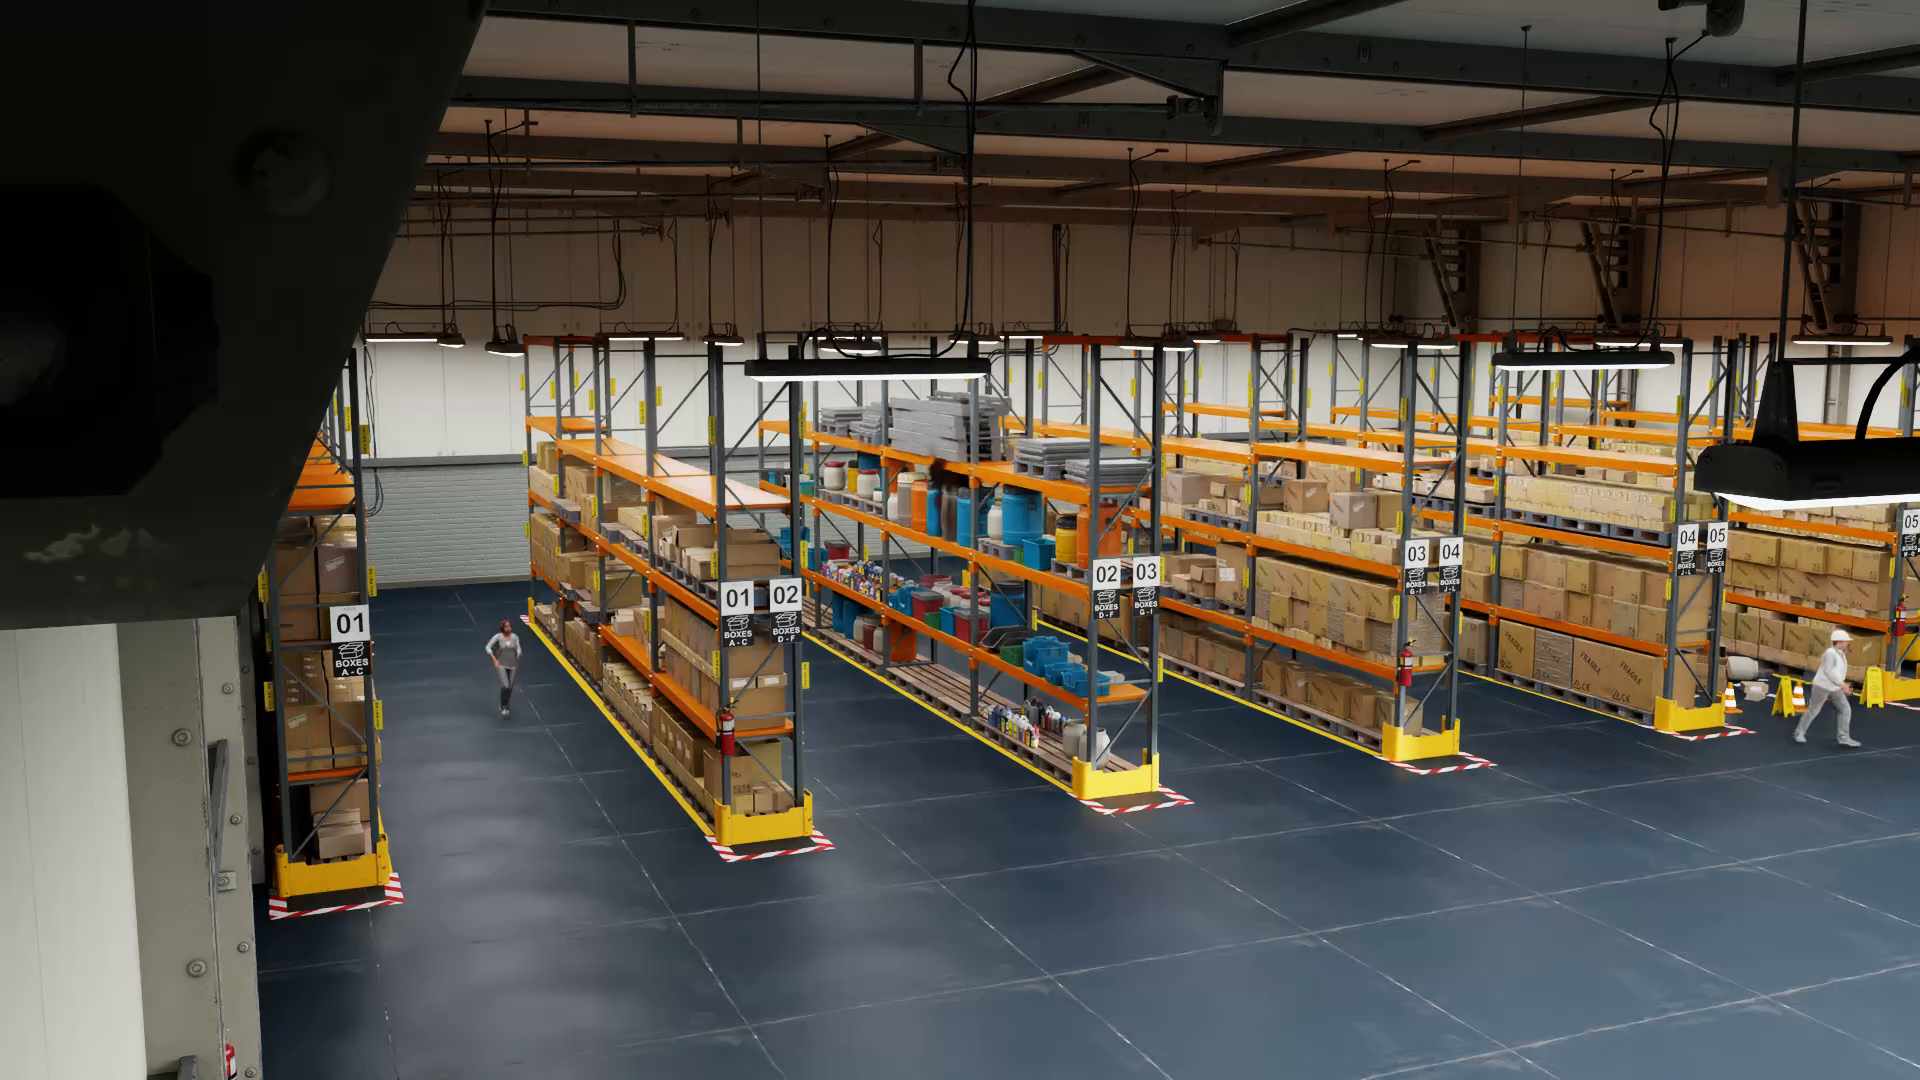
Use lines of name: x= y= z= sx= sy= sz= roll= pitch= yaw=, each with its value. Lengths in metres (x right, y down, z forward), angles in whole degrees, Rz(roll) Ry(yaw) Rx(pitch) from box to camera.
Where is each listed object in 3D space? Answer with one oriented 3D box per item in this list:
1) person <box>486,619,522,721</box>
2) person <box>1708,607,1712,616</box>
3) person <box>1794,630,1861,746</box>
person: x=-7.188 y=2.050 z=26.340 sx=0.520 sy=1.603 sz=0.671 roll=-5 pitch=9 yaw=-32
person: x=15.295 y=1.022 z=33.764 sx=0.508 sy=1.634 sz=0.649 roll=-3 pitch=8 yaw=-19
person: x=12.913 y=2.177 z=24.667 sx=0.652 sy=1.721 sz=0.835 roll=-6 pitch=10 yaw=-37
